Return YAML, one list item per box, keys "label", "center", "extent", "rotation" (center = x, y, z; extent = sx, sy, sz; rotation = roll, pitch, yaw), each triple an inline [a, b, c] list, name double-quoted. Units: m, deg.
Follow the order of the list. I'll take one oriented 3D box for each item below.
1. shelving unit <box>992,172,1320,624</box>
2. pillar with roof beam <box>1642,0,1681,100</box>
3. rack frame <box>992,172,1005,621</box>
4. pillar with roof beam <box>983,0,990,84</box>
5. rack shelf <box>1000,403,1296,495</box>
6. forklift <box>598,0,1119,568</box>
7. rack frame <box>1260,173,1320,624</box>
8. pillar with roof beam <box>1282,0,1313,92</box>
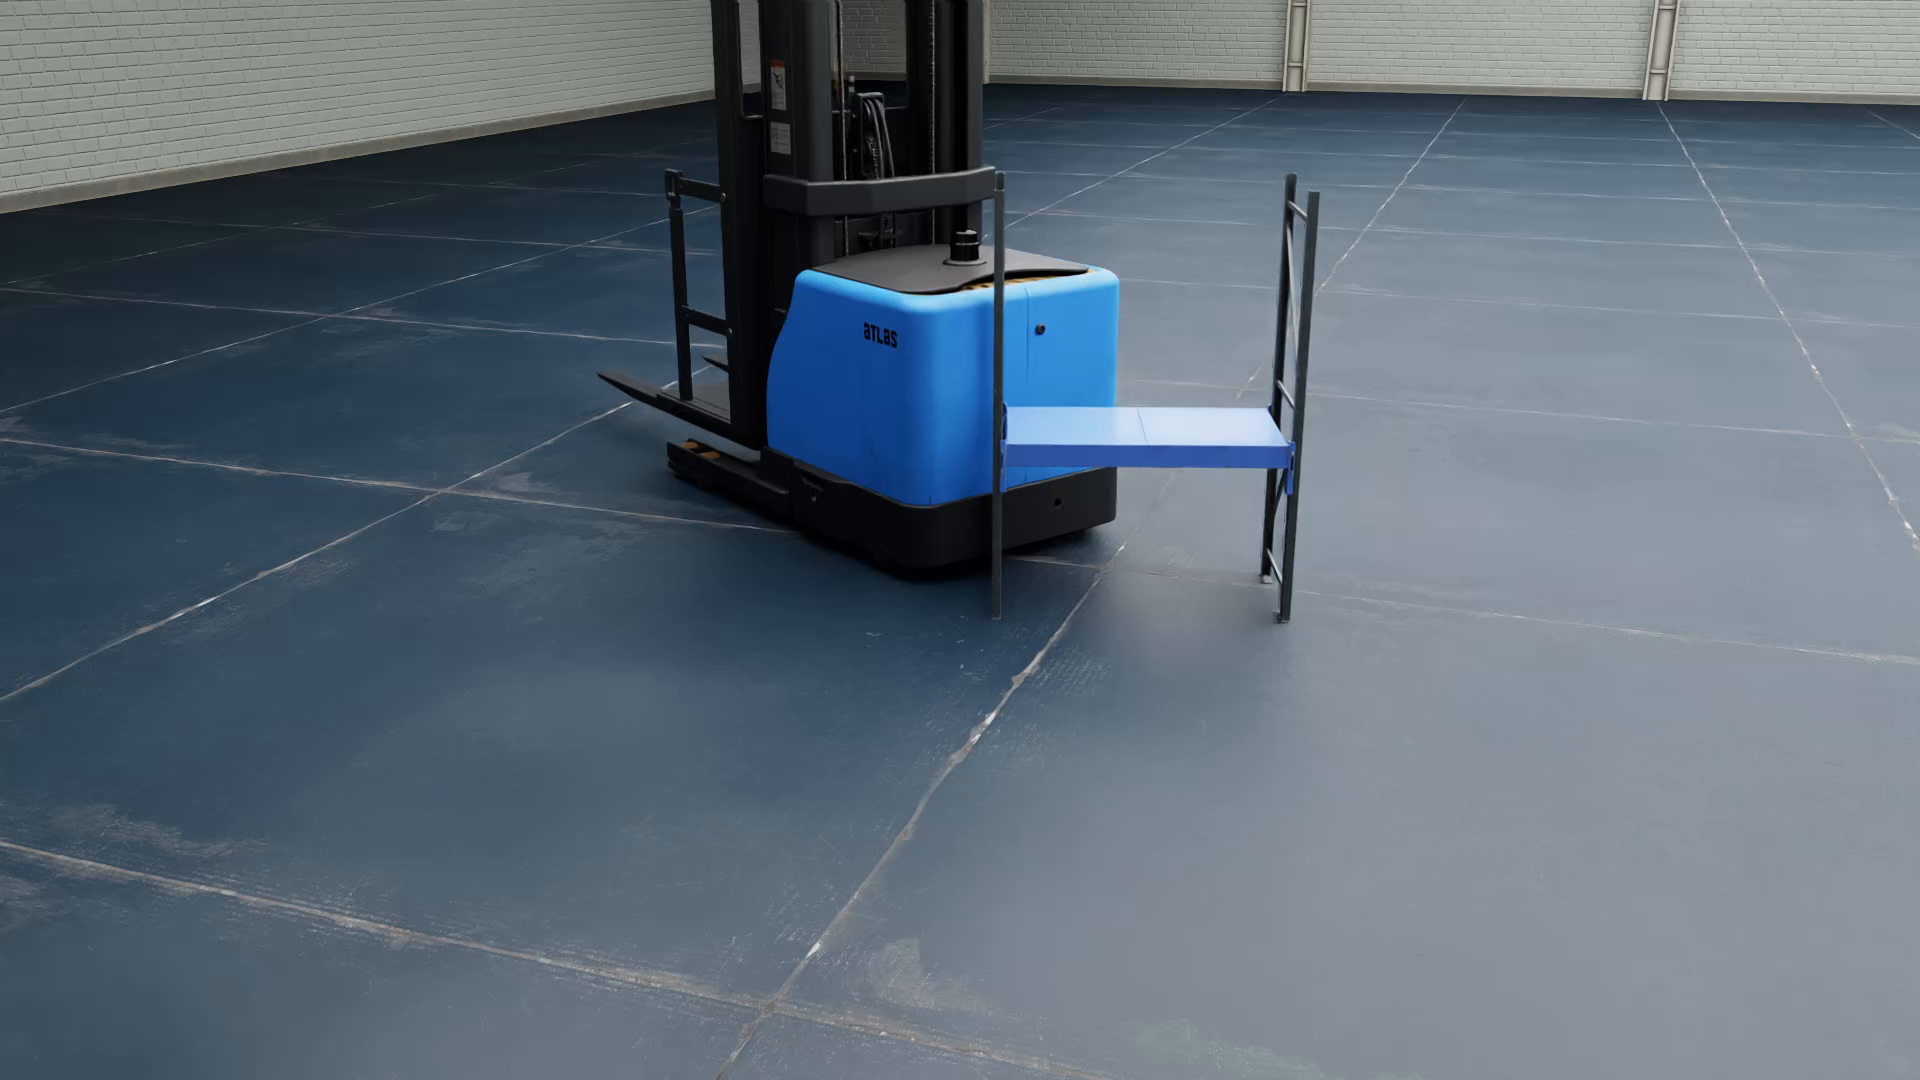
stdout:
- label: "shelving unit"
  center: [0.643, -0.500, 5.847]
  extent: [1.048, 1.500, 0.538]
  rotation: [0, 19, 1]
- label: "pillar with roof beam"
  center: [10.245, -10.307, 22.589]
  extent: [0.400, 9.000, 9.100]
  rotation: [7, 20, 18]
- label: "rack frame"
  center: [0.134, -0.504, 5.860]
  extent: [0.032, 1.500, 0.500]
  rotation: [0, 19, 1]
- label: "pillar with roof beam"
  center: [-1.090, -11.603, 26.307]
  extent: [0.400, 9.000, 9.100]
  rotation: [7, 20, 18]
- label: "rack shelf"
  center: [0.643, -0.330, 5.906]
  extent: [1.000, 0.185, 0.538]
  rotation: [0, 19, 1]
- label: "forklift"
  center: [-0.661, -1.696, 7.106]
  extent: [1.130, 2.935, 3.031]
  rotation: [-14, 24, -35]
- label: "rack frame"
  center: [1.151, -0.495, 5.835]
  extent: [0.032, 1.500, 0.500]
  rotation: [0, 19, 1]
- label: "pillar with roof beam"
  center: [4.578, -10.955, 24.448]
  extent: [0.400, 9.000, 9.100]
  rotation: [7, 20, 18]
